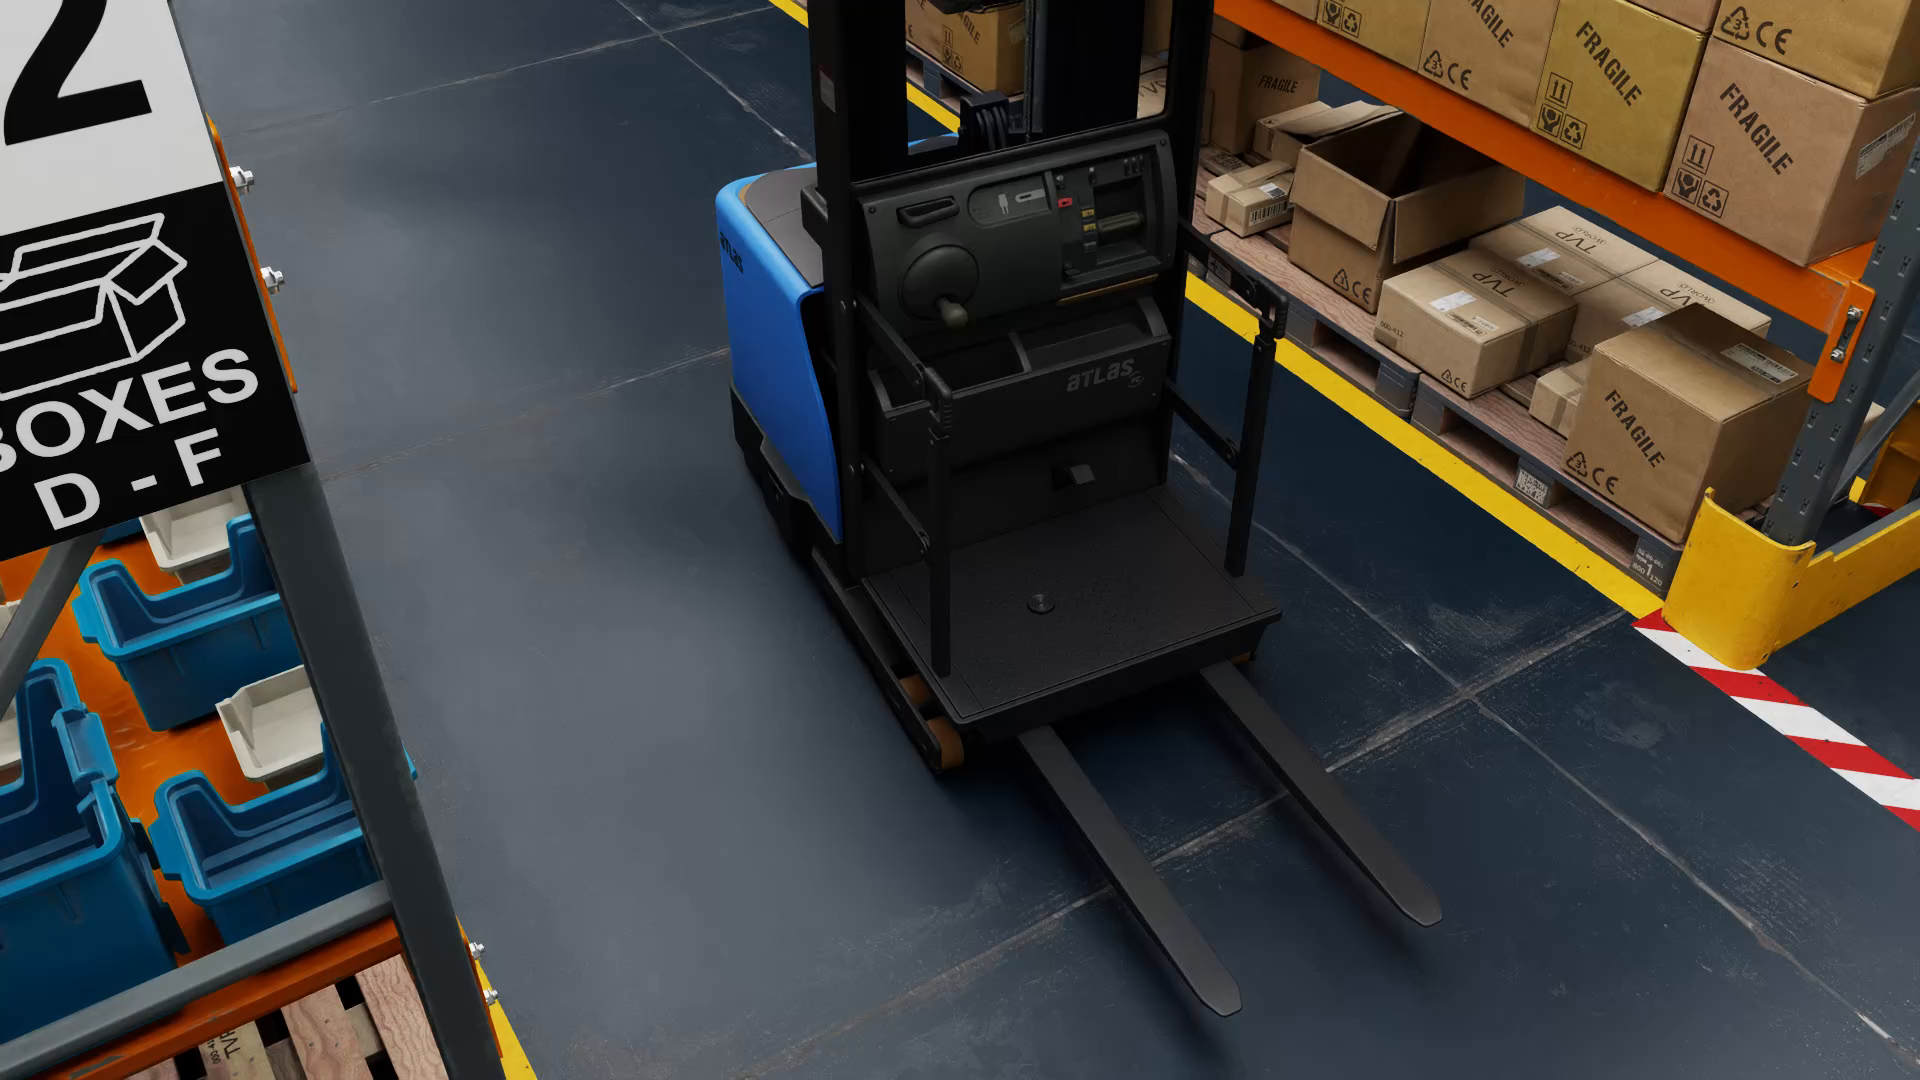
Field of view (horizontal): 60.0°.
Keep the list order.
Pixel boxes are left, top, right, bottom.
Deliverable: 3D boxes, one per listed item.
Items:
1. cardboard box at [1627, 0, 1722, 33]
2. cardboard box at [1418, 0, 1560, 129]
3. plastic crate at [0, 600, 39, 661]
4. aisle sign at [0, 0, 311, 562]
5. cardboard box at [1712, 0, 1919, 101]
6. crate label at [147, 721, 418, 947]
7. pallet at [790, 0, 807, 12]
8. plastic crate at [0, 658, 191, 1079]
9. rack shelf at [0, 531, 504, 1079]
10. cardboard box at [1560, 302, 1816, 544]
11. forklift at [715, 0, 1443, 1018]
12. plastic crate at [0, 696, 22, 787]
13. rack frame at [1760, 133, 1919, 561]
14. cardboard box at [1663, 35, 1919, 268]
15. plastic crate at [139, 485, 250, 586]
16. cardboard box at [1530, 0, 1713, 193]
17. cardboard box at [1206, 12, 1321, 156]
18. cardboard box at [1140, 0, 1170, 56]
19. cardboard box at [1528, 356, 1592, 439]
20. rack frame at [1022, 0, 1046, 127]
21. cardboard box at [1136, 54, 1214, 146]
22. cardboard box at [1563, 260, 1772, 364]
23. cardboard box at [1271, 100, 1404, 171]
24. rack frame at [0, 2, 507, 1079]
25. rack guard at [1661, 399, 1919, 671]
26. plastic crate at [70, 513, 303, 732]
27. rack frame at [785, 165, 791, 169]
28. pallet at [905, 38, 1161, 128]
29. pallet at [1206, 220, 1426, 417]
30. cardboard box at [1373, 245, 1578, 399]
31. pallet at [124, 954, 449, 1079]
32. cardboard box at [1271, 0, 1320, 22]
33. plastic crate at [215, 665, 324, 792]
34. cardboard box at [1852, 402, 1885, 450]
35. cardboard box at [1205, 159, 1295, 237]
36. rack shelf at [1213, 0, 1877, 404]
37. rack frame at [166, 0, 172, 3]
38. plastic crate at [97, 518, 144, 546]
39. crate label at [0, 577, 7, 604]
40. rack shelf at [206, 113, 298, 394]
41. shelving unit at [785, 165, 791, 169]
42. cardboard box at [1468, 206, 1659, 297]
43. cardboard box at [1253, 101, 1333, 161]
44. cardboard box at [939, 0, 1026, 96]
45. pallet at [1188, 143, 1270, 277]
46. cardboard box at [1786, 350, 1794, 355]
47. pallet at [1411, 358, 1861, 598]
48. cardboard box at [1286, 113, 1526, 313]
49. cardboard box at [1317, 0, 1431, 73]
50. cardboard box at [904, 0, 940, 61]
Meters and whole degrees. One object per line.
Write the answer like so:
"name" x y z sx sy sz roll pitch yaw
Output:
"cardboard box" 2.155 -1.816 4.727 0.500 0.500 0.500 -21 44 -23
"cardboard box" 1.883 -1.712 5.384 0.500 0.500 0.500 -22 45 -24
"plastic crate" -2.015 0.266 3.246 0.396 0.136 0.243 -22 45 -24
"aisle sign" -0.991 -0.335 1.778 0.394 0.787 0.004 -22 45 -24
"cardboard box" 2.427 -1.544 4.400 0.500 0.500 0.500 -23 45 -25
"crate label" -1.135 0.522 2.864 0.416 0.233 0.303 -22 45 -24
"pallet" -0.382 -3.149 9.364 1.003 0.211 1.213 -22 45 -24
"plastic crate" -1.617 0.574 2.643 0.616 0.435 0.499 -22 45 -24
"rack shelf" -2.355 -0.076 4.060 1.077 0.370 4.000 -22 45 -24
"cardboard box" 2.398 -0.393 5.488 0.500 0.500 0.500 -22 45 -24
"forklift" 0.273 -0.766 4.380 1.130 2.935 3.031 -17 43 -20
"plastic crate" -1.871 0.428 3.053 0.396 0.136 0.243 -22 45 -24
"rack frame" 2.898 -0.976 4.578 1.000 3.000 0.127 -22 45 -24
"cardboard box" 2.428 -1.162 4.723 0.500 0.500 0.500 -21 44 -23
"plastic crate" -1.603 -0.009 3.577 0.250 0.136 0.298 -22 45 -24
"cardboard box" 2.146 -1.441 5.058 0.500 0.500 0.500 -22 45 -24
"cardboard box" 1.293 -2.134 7.576 0.500 0.500 0.500 -22 45 -24
"cardboard box" 0.693 -2.688 8.242 0.500 0.500 0.500 -24 46 -26
"cardboard box" 2.256 -0.515 5.894 0.380 0.166 0.250 -22 45 -24
"rack frame" 0.748 -3.135 7.169 1.000 3.000 0.127 -22 45 -24
"cardboard box" 0.791 -1.970 7.527 0.500 0.311 0.500 -22 45 -24
"cardboard box" 2.576 -0.749 6.110 0.500 0.250 0.500 -22 45 -24
"cardboard box" 1.696 -1.656 7.151 0.500 0.311 0.500 -22 45 -24
"rack frame" -1.280 0.727 2.534 1.000 3.000 0.127 -22 45 -24
"rack guard" 2.858 -0.056 5.427 1.175 0.500 0.348 -22 45 -24
"plastic crate" -1.489 0.167 3.291 0.416 0.233 0.300 -22 45 -24
"rack frame" -0.501 -1.004 6.255 0.240 0.900 0.006 -17 37 -20
"pallet" 0.278 -2.489 8.573 1.003 0.211 1.213 -22 45 -24
"pallet" 1.776 -1.033 6.825 1.003 0.211 1.213 -22 45 -24
"cardboard box" 1.913 -0.820 6.195 0.500 0.250 0.500 -22 45 -24
"pallet" -1.691 1.340 3.977 1.003 0.211 1.213 -22 45 -24
"cardboard box" 1.337 -2.258 6.039 0.500 0.500 0.500 -22 45 -25
"plastic crate" -1.238 0.357 3.137 0.250 0.136 0.298 -22 45 -24
"cardboard box" 2.963 -0.394 5.763 0.380 0.149 0.250 -22 45 -24
"cardboard box" 1.264 -1.451 7.018 0.380 0.166 0.250 -22 45 -24
"rack shelf" 1.823 -1.779 6.104 1.077 0.370 4.000 -22 45 -24
"rack frame" -1.280 -1.577 0.614 1.000 3.000 0.127 -22 45 -24
"plastic crate" -1.843 -0.189 3.717 0.416 0.233 0.300 -22 45 -24
"crate label" -2.185 0.124 3.417 0.396 0.136 0.243 -22 45 -24
"rack shelf" -2.355 -1.228 3.100 1.077 0.370 4.000 -22 45 -24
"shelving unit" -0.456 -0.954 6.179 0.258 0.900 0.210 -17 37 -20
"cardboard box" 2.308 -1.019 6.434 0.500 0.250 0.500 -22 45 -24
"cardboard box" 1.545 -1.817 7.471 0.380 0.149 0.250 -22 45 -24
"cardboard box" 0.241 -2.511 8.029 0.500 0.500 0.500 -22 45 -25
"pallet" 1.116 -1.692 7.616 1.003 0.211 1.213 -22 45 -24
"cardboard box" 2.829 -0.536 5.919 0.380 0.166 0.250 -22 45 -24
"pallet" 2.428 -0.375 6.036 1.003 0.211 1.213 -22 45 -24
"cardboard box" 1.762 -1.332 6.612 0.797 0.503 0.637 -22 45 -24
"cardboard box" 1.612 -1.984 5.710 0.500 0.500 0.500 -23 45 -25
"cardboard box" -0.018 -2.781 8.353 0.500 0.500 0.500 -22 45 -24
